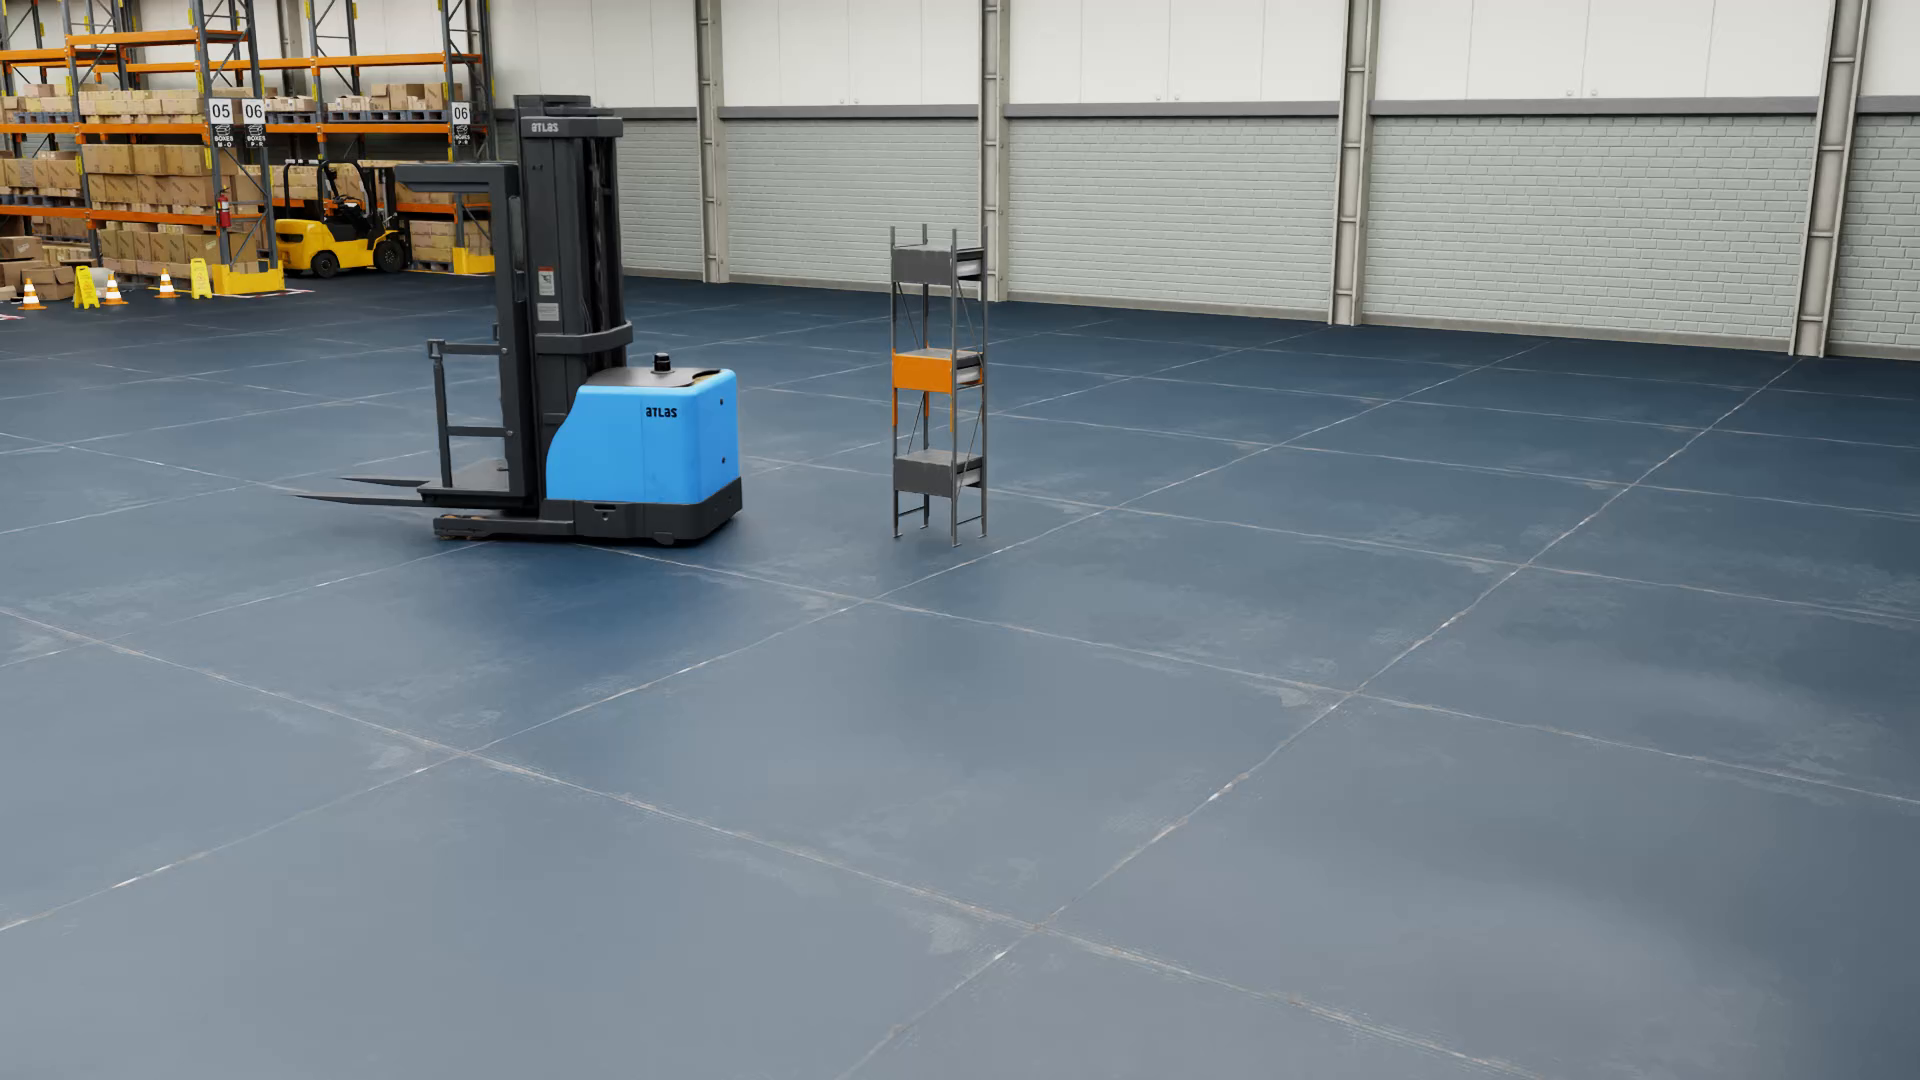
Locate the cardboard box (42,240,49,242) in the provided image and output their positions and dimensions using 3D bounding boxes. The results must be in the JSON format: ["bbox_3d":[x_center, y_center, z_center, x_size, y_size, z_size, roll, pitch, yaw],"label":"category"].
[{"bbox_3d":[-18.286,-5.629,32.413,0.625,0.372,0.950,8,16,29],"label":"cardboard box"}]

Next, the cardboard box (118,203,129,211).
[{"bbox_3d":[-14.686,-5.920,29.520,0.250,0.149,0.380,10,17,35],"label":"cardboard box"}]

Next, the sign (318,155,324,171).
[{"bbox_3d":[-12.958,-7.646,33.723,0.005,0.325,0.100,9,17,33],"label":"sign"}]

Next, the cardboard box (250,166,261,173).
[{"bbox_3d":[-14.805,-7.859,35.271,0.250,0.149,0.380,10,17,34],"label":"cardboard box"}]

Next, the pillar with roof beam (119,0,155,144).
[{"bbox_3d":[-21.778,-10.632,35.544,0.400,9.000,9.100,9,17,33],"label":"pillar with roof beam"}]

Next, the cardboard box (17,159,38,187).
[{"bbox_3d":[-17.214,-6.861,31.097,0.500,0.500,0.500,8,16,31],"label":"cardboard box"}]

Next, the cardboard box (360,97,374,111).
[{"bbox_3d":[-11.601,-8.615,32.839,0.258,0.266,0.396,9,16,31],"label":"cardboard box"}]

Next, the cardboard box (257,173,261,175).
[{"bbox_3d":[-14.473,-7.625,35.156,0.500,0.250,0.500,9,17,34],"label":"cardboard box"}]

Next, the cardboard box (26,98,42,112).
[{"bbox_3d":[-16.835,-8.016,30.657,0.500,0.250,0.500,9,17,34],"label":"cardboard box"}]

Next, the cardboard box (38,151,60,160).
[{"bbox_3d":[-16.759,-7.092,30.679,0.250,0.149,0.380,8,16,30],"label":"cardboard box"}]

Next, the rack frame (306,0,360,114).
[{"bbox_3d":[-12.663,-10.144,33.574,0.127,3.000,1.000,9,17,33],"label":"rack frame"}]

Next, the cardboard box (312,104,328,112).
[{"bbox_3d":[-13.258,-8.971,34.520,0.250,0.149,0.380,9,17,33],"label":"cardboard box"}]

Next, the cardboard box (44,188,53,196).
[{"bbox_3d":[-16.667,-6.437,30.734,0.250,0.149,0.380,9,17,33],"label":"cardboard box"}]

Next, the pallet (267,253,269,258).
[{"bbox_3d":[-15.321,-6.296,36.320,1.213,0.211,1.003,9,17,33],"label":"pallet"}]

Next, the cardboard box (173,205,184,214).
[{"bbox_3d":[-13.244,-5.670,28.507,0.250,0.149,0.380,10,17,34],"label":"cardboard box"}]

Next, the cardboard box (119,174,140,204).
[{"bbox_3d":[-14.382,-6.187,29.249,0.500,0.500,0.500,9,17,32],"label":"cardboard box"}]

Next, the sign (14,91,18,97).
[{"bbox_3d":[-18.445,-8.593,32.475,0.005,0.325,0.100,9,17,33],"label":"sign"}]

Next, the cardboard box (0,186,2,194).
[{"bbox_3d":[-18.166,-6.689,31.750,0.250,0.149,0.380,8,16,29],"label":"cardboard box"}]

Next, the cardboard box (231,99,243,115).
[{"bbox_3d":[-12.380,-7.353,28.237,0.500,0.250,0.500,9,16,32],"label":"cardboard box"}]

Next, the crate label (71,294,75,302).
[{"bbox_3d":[-14.212,-3.942,26.963,0.298,0.136,0.250,1,14,4],"label":"crate label"}]

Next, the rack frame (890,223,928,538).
[{"bbox_3d":[-0.340,-1.074,11.293,0.015,2.100,0.400,9,17,33],"label":"rack frame"}]

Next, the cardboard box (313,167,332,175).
[{"bbox_3d":[-13.070,-7.597,34.211,0.250,0.149,0.380,10,17,35],"label":"cardboard box"}]

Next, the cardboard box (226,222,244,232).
[{"bbox_3d":[-15.472,-6.733,36.348,0.625,0.625,0.875,10,17,35],"label":"cardboard box"}]

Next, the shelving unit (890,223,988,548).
[{"bbox_3d":[-0.137,-1.041,11.161,0.503,2.100,0.431,9,17,33],"label":"shelving unit"}]

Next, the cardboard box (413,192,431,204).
[{"bbox_3d":[-10.324,-6.829,32.460,0.500,0.500,0.500,10,17,35],"label":"cardboard box"}]

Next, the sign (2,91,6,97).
[{"bbox_3d":[-22.923,-10.613,39.893,0.005,0.325,0.100,9,17,33],"label":"sign"}]

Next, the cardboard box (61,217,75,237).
[{"bbox_3d":[-21.095,-7.517,39.777,0.500,0.500,0.500,10,17,34],"label":"cardboard box"}]

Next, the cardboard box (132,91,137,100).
[{"bbox_3d":[-14.015,-7.663,28.660,0.250,0.149,0.380,10,17,34],"label":"cardboard box"}]

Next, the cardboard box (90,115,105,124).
[{"bbox_3d":[-15.124,-7.438,29.409,0.250,0.149,0.380,9,17,33],"label":"cardboard box"}]

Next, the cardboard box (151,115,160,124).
[{"bbox_3d":[-13.610,-7.209,28.482,0.250,0.149,0.380,9,16,31],"label":"cardboard box"}]

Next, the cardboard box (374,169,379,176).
[{"bbox_3d":[-11.499,-7.323,33.104,0.250,0.149,0.380,9,16,31],"label":"cardboard box"}]

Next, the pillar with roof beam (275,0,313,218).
[{"bbox_3d":[-16.800,-9.827,32.293,0.400,9.000,9.100,9,17,33],"label":"pillar with roof beam"}]

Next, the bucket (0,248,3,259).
[{"bbox_3d":[-16.709,-4.831,28.247,0.726,0.611,0.620,-10,7,-35],"label":"bucket"}]

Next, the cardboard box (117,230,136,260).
[{"bbox_3d":[-14.640,-5.272,29.667,0.500,0.500,0.500,10,17,35],"label":"cardboard box"}]

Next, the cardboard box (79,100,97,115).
[{"bbox_3d":[-15.218,-7.656,29.458,0.500,0.250,0.500,9,16,32],"label":"cardboard box"}]

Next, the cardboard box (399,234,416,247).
[{"bbox_3d":[-10.772,-5.945,32.903,0.500,0.250,0.500,9,16,32],"label":"cardboard box"}]

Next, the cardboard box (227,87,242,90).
[{"bbox_3d":[-15.042,-9.332,35.245,0.500,0.500,0.700,9,16,32],"label":"cardboard box"}]

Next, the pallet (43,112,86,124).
[{"bbox_3d":[-15.883,-7.711,30.377,1.003,0.211,1.213,9,17,33],"label":"pallet"}]

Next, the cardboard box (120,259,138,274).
[{"bbox_3d":[-14.642,-4.908,29.758,0.500,0.250,0.500,10,17,36],"label":"cardboard box"}]

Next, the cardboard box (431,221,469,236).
[{"bbox_3d":[-9.900,-6.049,32.286,0.500,0.250,0.500,10,17,35],"label":"cardboard box"}]

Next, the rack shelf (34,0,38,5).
[{"bbox_3d":[-20.961,-12.749,38.679,4.000,0.370,1.077,9,17,33],"label":"rack shelf"}]

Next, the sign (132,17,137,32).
[{"bbox_3d":[-18.996,-11.859,38.227,0.005,0.325,0.100,9,17,33],"label":"sign"}]

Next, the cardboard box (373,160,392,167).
[{"bbox_3d":[-11.451,-7.481,33.123,0.250,0.149,0.380,9,17,33],"label":"cardboard box"}]

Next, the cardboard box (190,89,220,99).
[{"bbox_3d":[-12.556,-7.413,27.647,0.250,0.149,0.380,9,17,33],"label":"cardboard box"}]

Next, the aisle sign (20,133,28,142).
[{"bbox_3d":[-22.841,-10.054,40.284,0.004,0.787,0.394,9,17,33],"label":"aisle sign"}]

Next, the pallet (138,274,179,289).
[{"bbox_3d":[-13.837,-4.642,29.634,1.213,0.211,1.003,9,17,33],"label":"pallet"}]

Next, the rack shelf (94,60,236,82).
[{"bbox_3d":[-17.642,-10.405,36.959,4.000,0.370,1.077,9,17,33],"label":"rack shelf"}]

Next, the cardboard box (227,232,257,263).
[{"bbox_3d":[-12.646,-5.105,28.990,0.500,0.500,0.500,9,16,31],"label":"cardboard box"}]

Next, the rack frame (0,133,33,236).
[{"bbox_3d":[-18.749,-6.778,32.462,0.127,3.000,1.000,9,17,33],"label":"rack frame"}]

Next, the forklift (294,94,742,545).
[{"bbox_3d":[-3.128,-1.537,11.433,3.031,2.935,1.130,2,14,9],"label":"forklift"}]

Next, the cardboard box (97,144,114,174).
[{"bbox_3d":[-14.774,-6.745,29.420,0.500,0.500,0.700,9,17,33],"label":"cardboard box"}]
